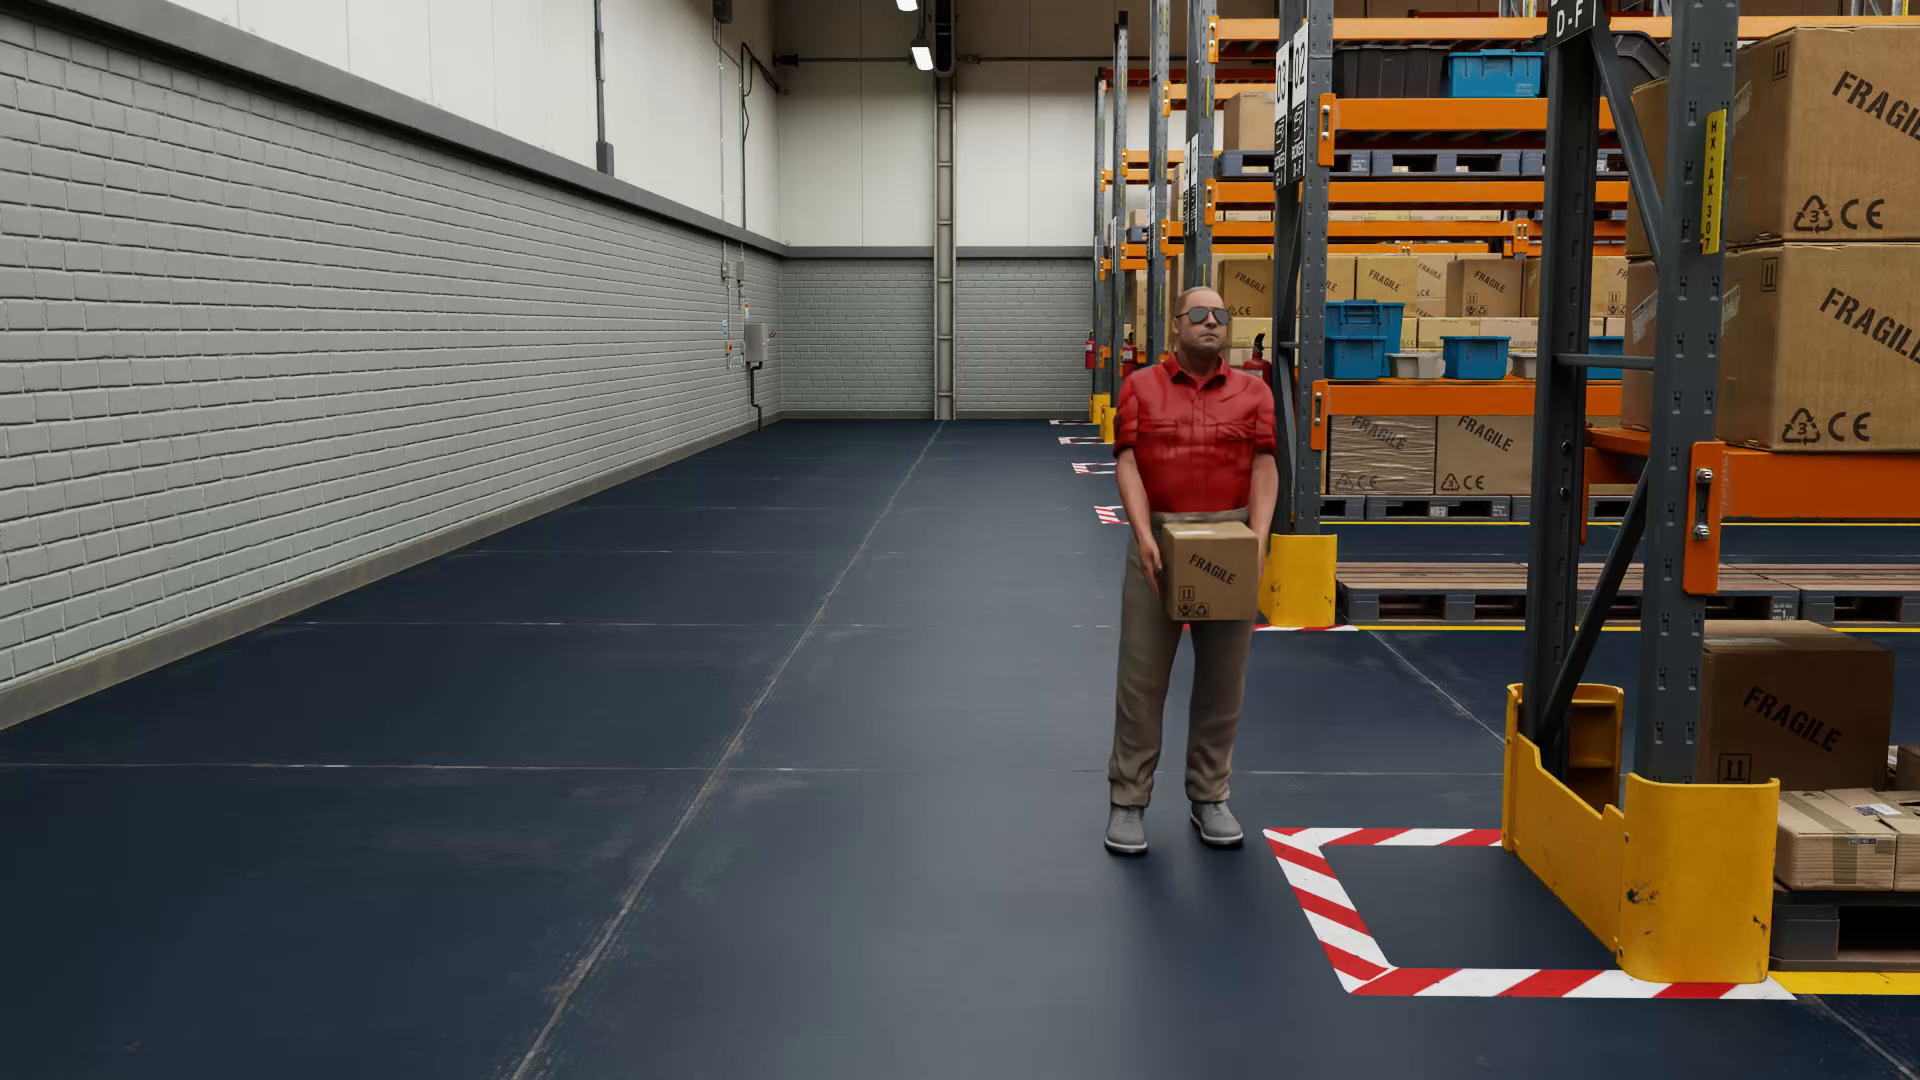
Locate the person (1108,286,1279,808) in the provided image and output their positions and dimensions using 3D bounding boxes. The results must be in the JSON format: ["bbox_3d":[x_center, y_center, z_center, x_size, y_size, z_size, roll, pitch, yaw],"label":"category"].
[{"bbox_3d":[0.734,0.046,5.189,0.526,1.664,0.479,0,7,-1],"label":"person"}]
